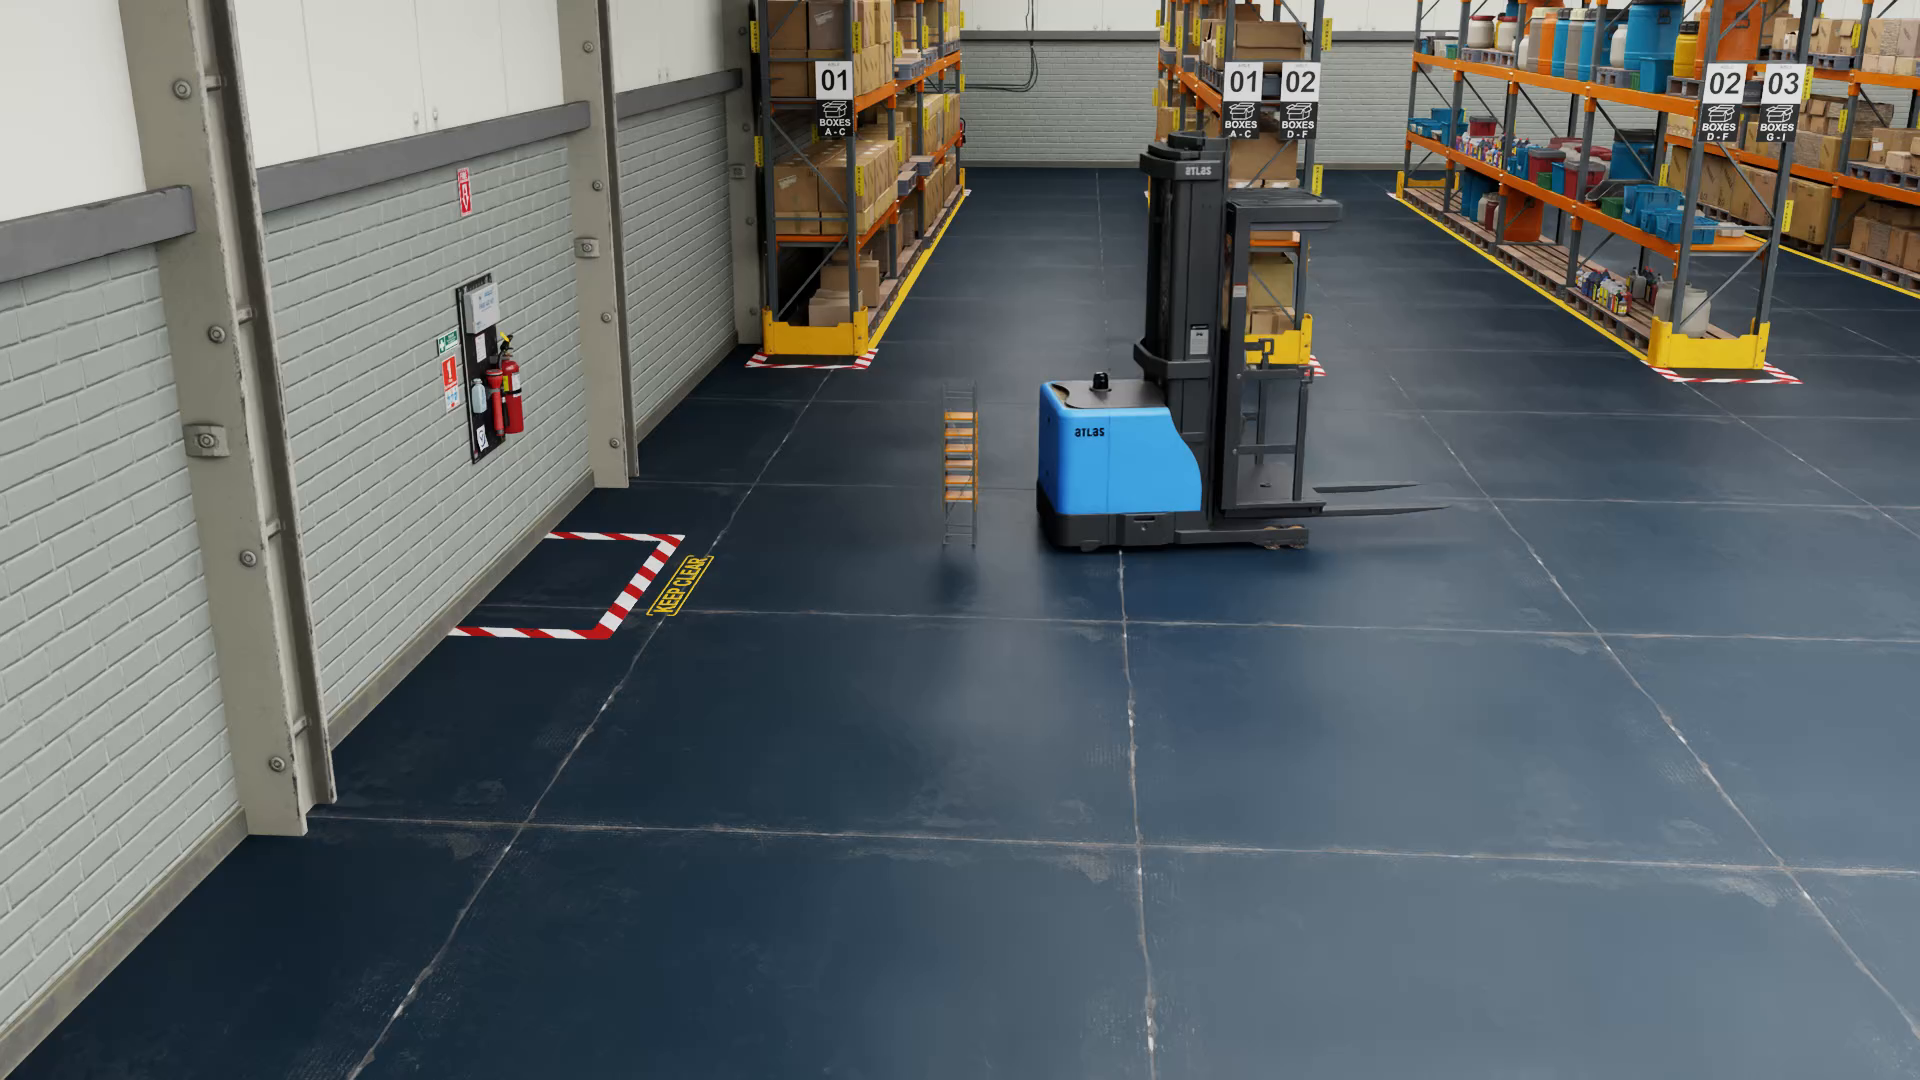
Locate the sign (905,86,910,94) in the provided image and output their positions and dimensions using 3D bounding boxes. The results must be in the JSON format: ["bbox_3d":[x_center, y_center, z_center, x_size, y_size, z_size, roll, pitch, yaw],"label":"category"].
[{"bbox_3d":[-1.053,-8.980,33.494,0.100,0.325,0.005,1,18,4],"label":"sign"}]

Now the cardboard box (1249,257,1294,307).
[{"bbox_3d":[3.588,-3.004,19.311,0.500,0.500,0.500,1,18,4],"label":"cardboard box"}]

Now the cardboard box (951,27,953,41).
[{"bbox_3d":[-0.394,-9.402,30.887,0.500,0.250,0.500,1,18,2],"label":"cardboard box"}]

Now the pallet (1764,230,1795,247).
[{"bbox_3d":[13.970,-4.996,27.332,1.003,0.211,1.213,1,18,4],"label":"pallet"}]

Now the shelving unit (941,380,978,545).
[{"bbox_3d":[-0.001,-0.566,12.222,0.258,1.200,0.189,1,18,4],"label":"shelving unit"}]

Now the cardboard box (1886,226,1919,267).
[{"bbox_3d":[13.659,-4.164,23.622,0.700,0.500,0.500,3,18,9],"label":"cardboard box"}]

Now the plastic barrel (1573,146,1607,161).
[{"bbox_3d":[8.892,-5.288,23.525,0.433,0.535,0.433,0,18,0],"label":"plastic barrel"}]

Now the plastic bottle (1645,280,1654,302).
[{"bbox_3d":[8.621,-3.115,20.768,0.061,0.283,0.133,1,18,4],"label":"plastic bottle"}]

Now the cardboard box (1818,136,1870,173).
[{"bbox_3d":[13.536,-5.907,25.472,0.500,0.500,0.500,2,18,6],"label":"cardboard box"}]

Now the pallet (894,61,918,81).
[{"bbox_3d":[-1.210,-6.315,22.364,1.213,0.211,1.003,1,18,4],"label":"pallet"}]

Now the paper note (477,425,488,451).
[{"bbox_3d":[-3.187,-0.682,11.102,0.016,0.148,0.142,1,18,4],"label":"paper note"}]

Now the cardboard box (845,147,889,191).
[{"bbox_3d":[-1.163,-4.619,20.708,0.500,0.500,0.500,1,18,2],"label":"cardboard box"}]

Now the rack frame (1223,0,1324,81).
[{"bbox_3d":[3.294,-6.289,17.164,1.000,3.000,0.127,1,18,4],"label":"rack frame"}]

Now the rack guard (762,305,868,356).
[{"bbox_3d":[-1.642,-2.383,18.893,1.175,0.500,0.348,1,18,4],"label":"rack guard"}]

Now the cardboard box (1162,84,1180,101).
[{"bbox_3d":[4.003,-8.166,30.762,0.500,0.500,0.500,1,18,4],"label":"cardboard box"}]

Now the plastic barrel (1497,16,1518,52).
[{"bbox_3d":[8.785,-8.055,26.477,0.433,0.535,0.433,0,18,0],"label":"plastic barrel"}]

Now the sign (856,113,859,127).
[{"bbox_3d":[-1.628,-6.594,25.869,0.100,0.325,0.005,1,18,4],"label":"sign"}]

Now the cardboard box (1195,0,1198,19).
[{"bbox_3d":[3.942,-8.165,25.939,0.500,0.500,0.500,1,18,4],"label":"cardboard box"}]

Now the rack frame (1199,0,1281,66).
[{"bbox_3d":[3.581,-7.531,20.956,1.000,3.000,0.127,1,18,4],"label":"rack frame"}]

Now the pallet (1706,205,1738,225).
[{"bbox_3d":[14.167,-5.852,29.944,1.003,0.211,1.213,1,18,4],"label":"pallet"}]

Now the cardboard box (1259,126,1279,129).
[{"bbox_3d":[3.376,-4.427,18.871,0.700,0.500,0.500,1,18,2],"label":"cardboard box"}]

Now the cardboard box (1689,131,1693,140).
[{"bbox_3d":[13.877,-7.563,31.092,0.380,0.149,0.250,1,18,3],"label":"cardboard box"}]

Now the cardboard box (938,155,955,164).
[{"bbox_3d":[-0.296,-7.494,32.774,0.380,0.149,0.250,2,18,5],"label":"cardboard box"}]

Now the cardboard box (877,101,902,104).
[{"bbox_3d":[-1.219,-7.054,27.257,0.500,0.250,0.500,1,18,3],"label":"cardboard box"}]

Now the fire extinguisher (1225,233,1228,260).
[{"bbox_3d":[2.822,-3.375,18.030,0.296,0.674,0.183,1,18,4],"label":"fire extinguisher"}]

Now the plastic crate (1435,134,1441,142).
[{"bbox_3d":[8.907,-7.305,30.244,0.437,0.125,0.590,1,18,4],"label":"plastic crate"}]

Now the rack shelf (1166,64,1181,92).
[{"bbox_3d":[4.011,-7.627,27.222,1.077,0.370,4.000,1,18,4],"label":"rack shelf"}]

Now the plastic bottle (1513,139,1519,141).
[{"bbox_3d":[9.326,-6.595,27.931,0.152,0.276,0.135,1,18,4],"label":"plastic bottle"}]

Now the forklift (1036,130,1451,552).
[{"bbox_3d":[2.144,-1.485,12.248,3.031,2.935,1.130,-2,18,-6],"label":"forklift"}]

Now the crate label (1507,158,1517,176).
[{"bbox_3d":[8.404,-5.609,24.992,0.303,0.233,0.416,1,18,4],"label":"crate label"}]

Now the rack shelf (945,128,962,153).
[{"bbox_3d":[-0.644,-7.554,31.814,1.077,0.370,4.000,1,18,4],"label":"rack shelf"}]

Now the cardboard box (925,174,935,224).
[{"bbox_3d":[-0.821,-5.708,27.802,0.750,0.750,0.750,1,18,4],"label":"cardboard box"}]

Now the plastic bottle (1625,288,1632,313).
[{"bbox_3d":[8.080,-2.900,20.113,0.061,0.283,0.133,1,18,4],"label":"plastic bottle"}]

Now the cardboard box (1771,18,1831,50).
[{"bbox_3d":[14.003,-8.435,27.696,0.700,0.500,0.500,2,18,5],"label":"cardboard box"}]

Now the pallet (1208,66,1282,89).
[{"bbox_3d":[3.455,-5.420,19.473,1.003,0.211,1.213,1,18,4],"label":"pallet"}]

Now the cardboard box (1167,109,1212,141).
[{"bbox_3d":[3.911,-7.055,28.302,0.700,0.500,0.500,4,19,13],"label":"cardboard box"}]

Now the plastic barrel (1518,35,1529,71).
[{"bbox_3d":[8.480,-7.200,24.582,0.421,0.512,0.421,0,18,0],"label":"plastic barrel"}]

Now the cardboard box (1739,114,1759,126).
[{"bbox_3d":[13.801,-7.518,29.108,0.500,0.500,0.500,2,18,5],"label":"cardboard box"}]

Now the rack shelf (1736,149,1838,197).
[{"bbox_3d":[13.891,-5.980,27.010,1.077,0.370,4.000,1,18,4],"label":"rack shelf"}]

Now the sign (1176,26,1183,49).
[{"bbox_3d":[3.326,-7.607,25.172,0.100,0.325,0.005,1,18,4],"label":"sign"}]

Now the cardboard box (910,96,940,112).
[{"bbox_3d":[-0.612,-7.520,28.680,0.500,0.250,0.500,2,18,5],"label":"cardboard box"}]

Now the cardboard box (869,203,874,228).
[{"bbox_3d":[-1.273,-3.792,19.387,0.500,0.250,0.500,1,18,2],"label":"cardboard box"}]

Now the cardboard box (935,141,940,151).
[{"bbox_3d":[-0.547,-6.812,28.765,0.380,0.149,0.250,1,18,4],"label":"cardboard box"}]

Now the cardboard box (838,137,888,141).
[{"bbox_3d":[-1.290,-5.204,22.620,0.700,0.500,0.500,1,18,4],"label":"cardboard box"}]

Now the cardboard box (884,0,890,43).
[{"bbox_3d":[-1.155,-6.414,20.566,0.500,0.500,0.500,2,18,7],"label":"cardboard box"}]

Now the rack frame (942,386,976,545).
[{"bbox_3d":[-0.008,-0.537,12.136,0.240,1.200,0.006,1,18,4],"label":"rack frame"}]

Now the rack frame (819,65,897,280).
[{"bbox_3d":[-1.361,-4.790,22.224,1.000,3.000,0.127,1,18,4],"label":"rack frame"}]

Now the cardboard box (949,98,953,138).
[{"bbox_3d":[-0.632,-8.038,31.655,0.980,0.700,0.700,0,18,1],"label":"cardboard box"}]

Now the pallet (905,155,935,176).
[{"bbox_3d":[-1.019,-5.717,25.362,1.213,0.211,1.003,1,18,4],"label":"pallet"}]

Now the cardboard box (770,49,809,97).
[{"bbox_3d":[-1.870,-5.165,18.359,0.500,0.500,0.500,3,18,8],"label":"cardboard box"}]

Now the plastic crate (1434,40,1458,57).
[{"bbox_3d":[8.914,-8.983,30.394,0.437,0.282,0.530,1,18,4],"label":"plastic crate"}]

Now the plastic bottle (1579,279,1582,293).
[{"bbox_3d":[8.046,-3.296,21.451,0.097,0.201,0.097,0,18,0],"label":"plastic bottle"}]

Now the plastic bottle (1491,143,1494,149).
[{"bbox_3d":[8.650,-6.300,27.019,0.061,0.283,0.133,1,18,4],"label":"plastic bottle"}]

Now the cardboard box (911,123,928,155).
[{"bbox_3d":[-0.784,-6.376,26.393,0.500,0.500,0.500,2,18,6],"label":"cardboard box"}]

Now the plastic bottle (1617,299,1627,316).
[{"bbox_3d":[7.929,-2.786,19.895,0.097,0.201,0.097,0,18,0],"label":"plastic bottle"}]

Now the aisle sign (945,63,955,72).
[{"bbox_3d":[-0.196,-9.768,33.241,0.394,0.787,0.004,1,18,4],"label":"aisle sign"}]

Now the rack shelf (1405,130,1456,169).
[{"bbox_3d":[9.238,-7.333,31.139,1.077,0.370,4.000,1,18,4],"label":"rack shelf"}]
